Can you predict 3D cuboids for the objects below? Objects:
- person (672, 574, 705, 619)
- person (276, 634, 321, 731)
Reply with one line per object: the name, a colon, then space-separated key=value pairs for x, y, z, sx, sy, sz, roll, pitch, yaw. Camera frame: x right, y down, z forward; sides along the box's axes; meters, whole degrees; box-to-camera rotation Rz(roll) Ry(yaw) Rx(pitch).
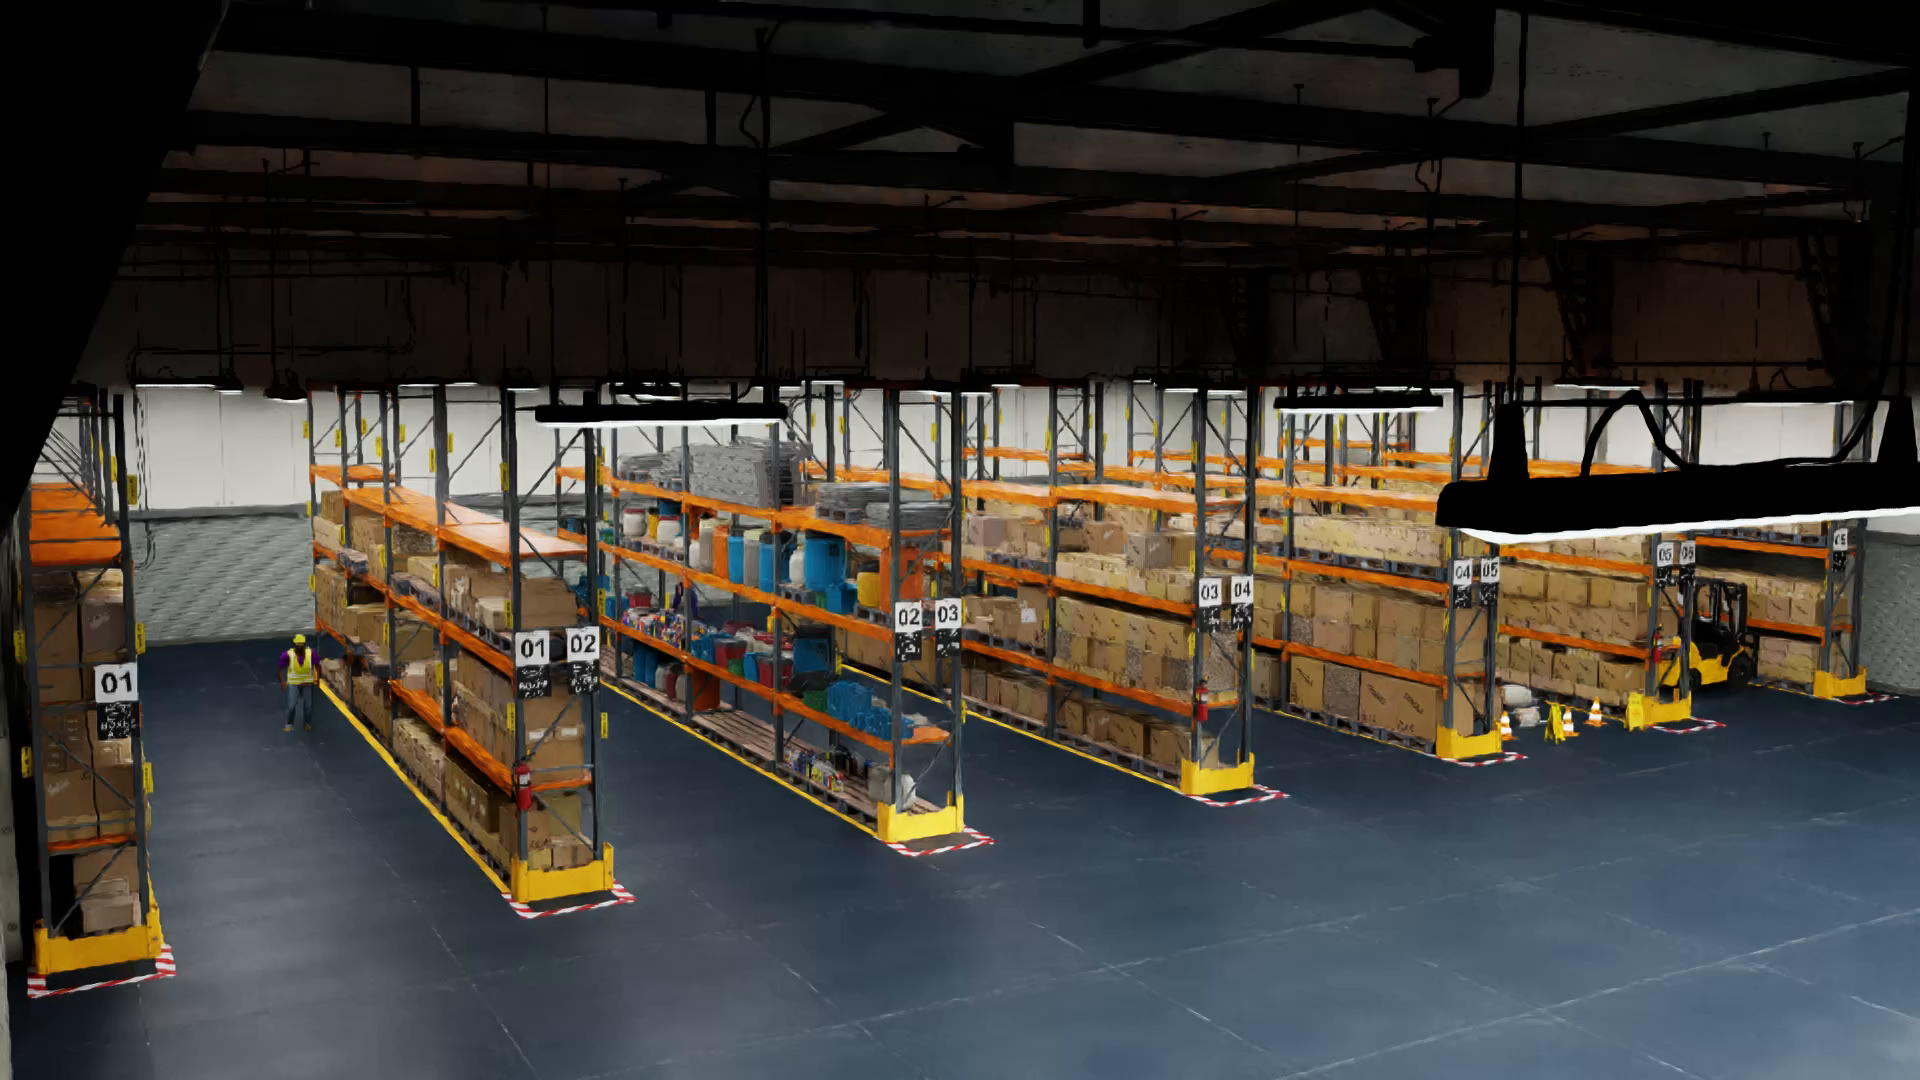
person: x=-6.814 y=1.161 z=41.224 sx=0.940 sy=1.597 sz=0.523 roll=5 pitch=8 yaw=38
person: x=-11.342 y=2.452 z=28.565 sx=0.719 sy=1.714 sz=0.578 roll=-4 pitch=7 yaw=-31
